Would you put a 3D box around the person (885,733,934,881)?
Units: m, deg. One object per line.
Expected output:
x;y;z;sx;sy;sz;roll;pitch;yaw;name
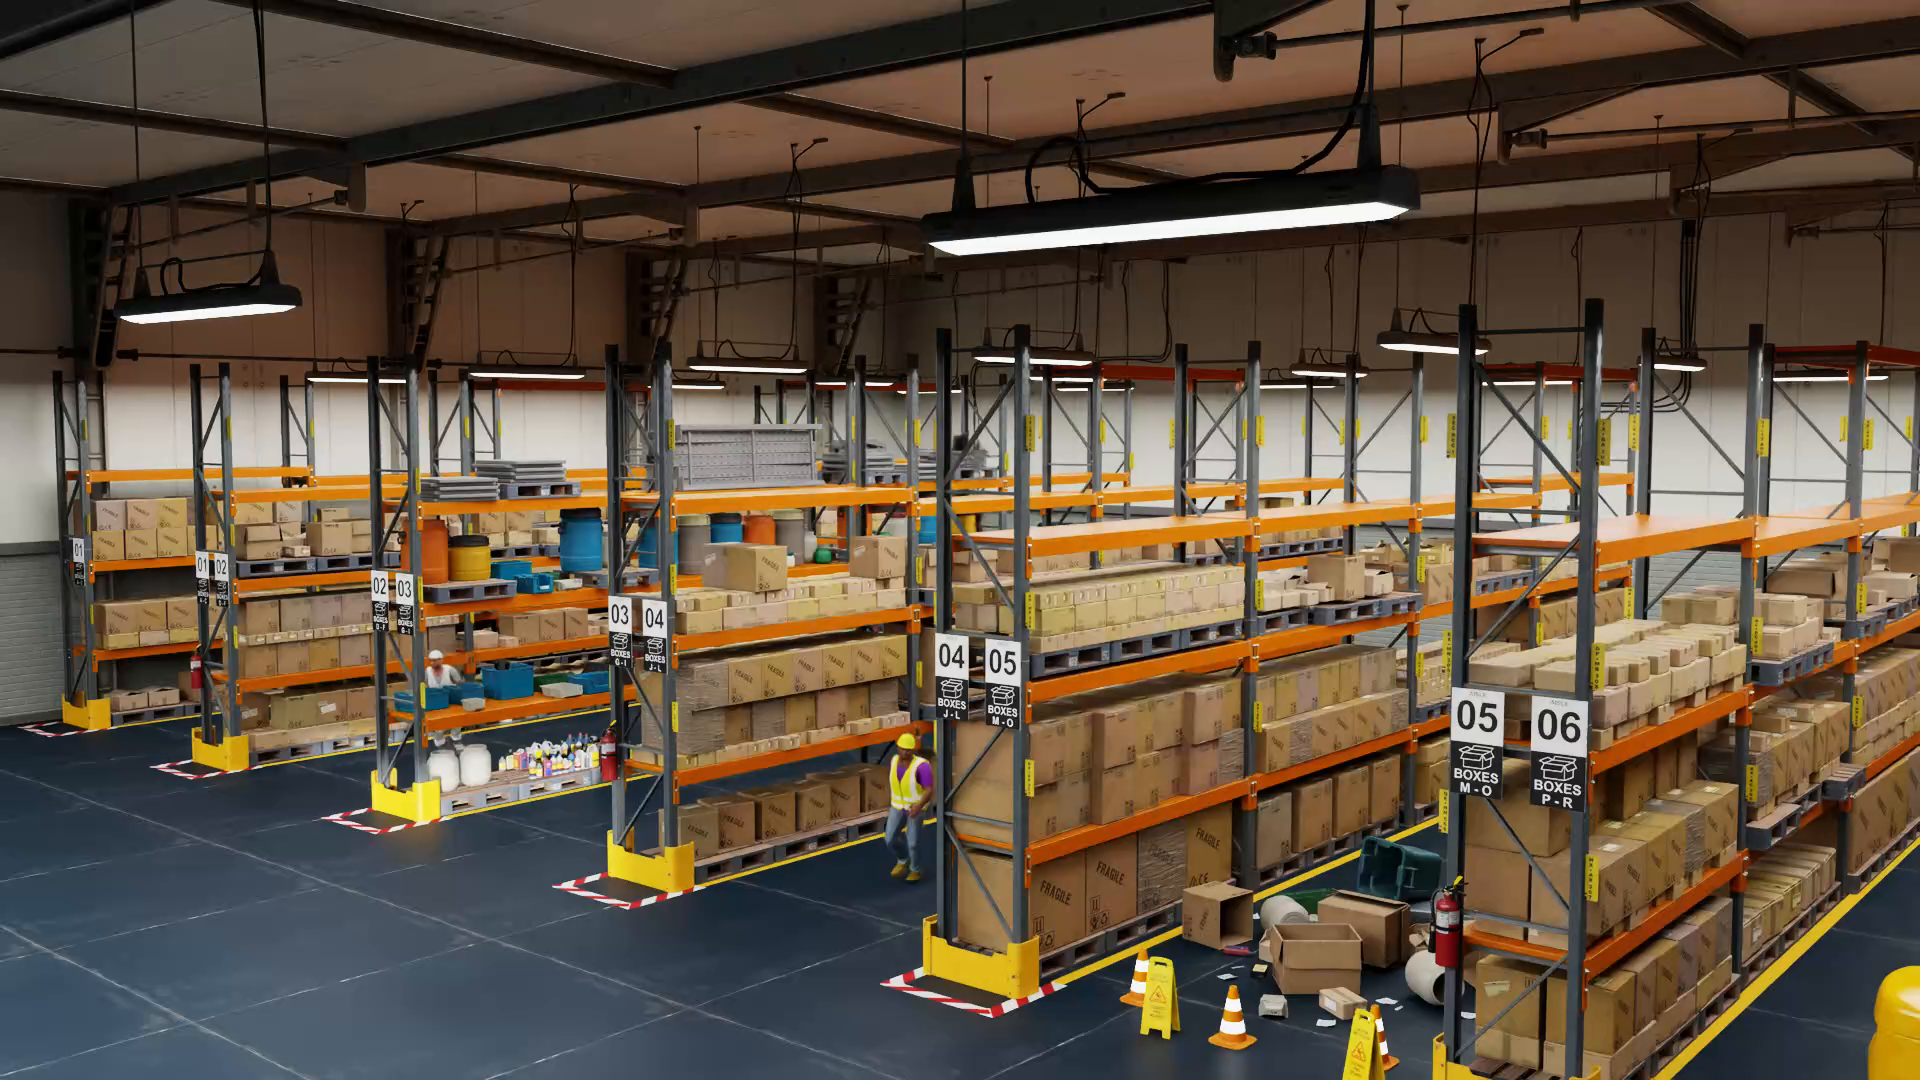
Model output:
-0.584;2.968;18.379;0.685;1.707;0.821;2;5;24;person

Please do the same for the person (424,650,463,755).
-7.824;2.512;25.254;0.674;1.737;0.843;-1;4;-19;person
